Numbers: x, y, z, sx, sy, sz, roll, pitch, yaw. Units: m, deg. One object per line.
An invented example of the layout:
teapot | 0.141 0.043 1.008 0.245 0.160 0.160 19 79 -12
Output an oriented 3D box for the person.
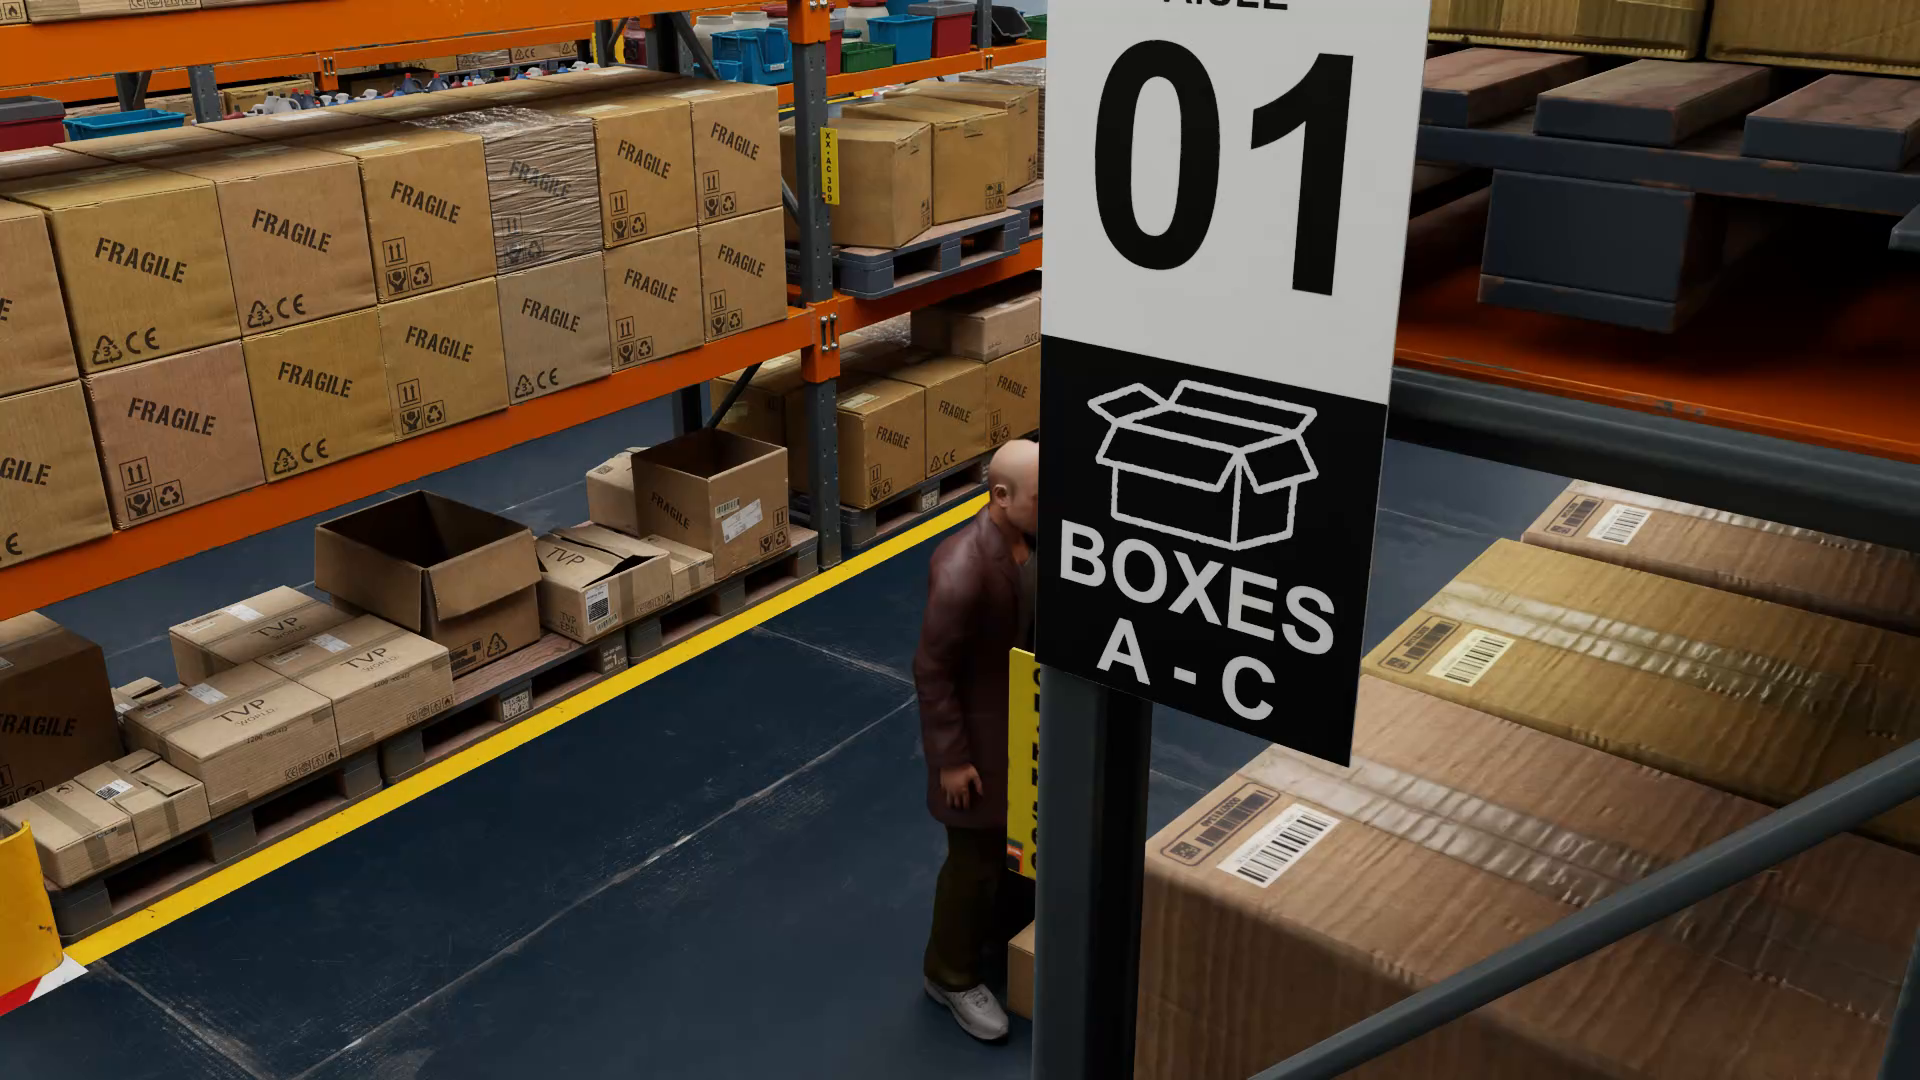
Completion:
person | 0.116 0.545 4.845 0.419 1.774 0.646 16 28 33
